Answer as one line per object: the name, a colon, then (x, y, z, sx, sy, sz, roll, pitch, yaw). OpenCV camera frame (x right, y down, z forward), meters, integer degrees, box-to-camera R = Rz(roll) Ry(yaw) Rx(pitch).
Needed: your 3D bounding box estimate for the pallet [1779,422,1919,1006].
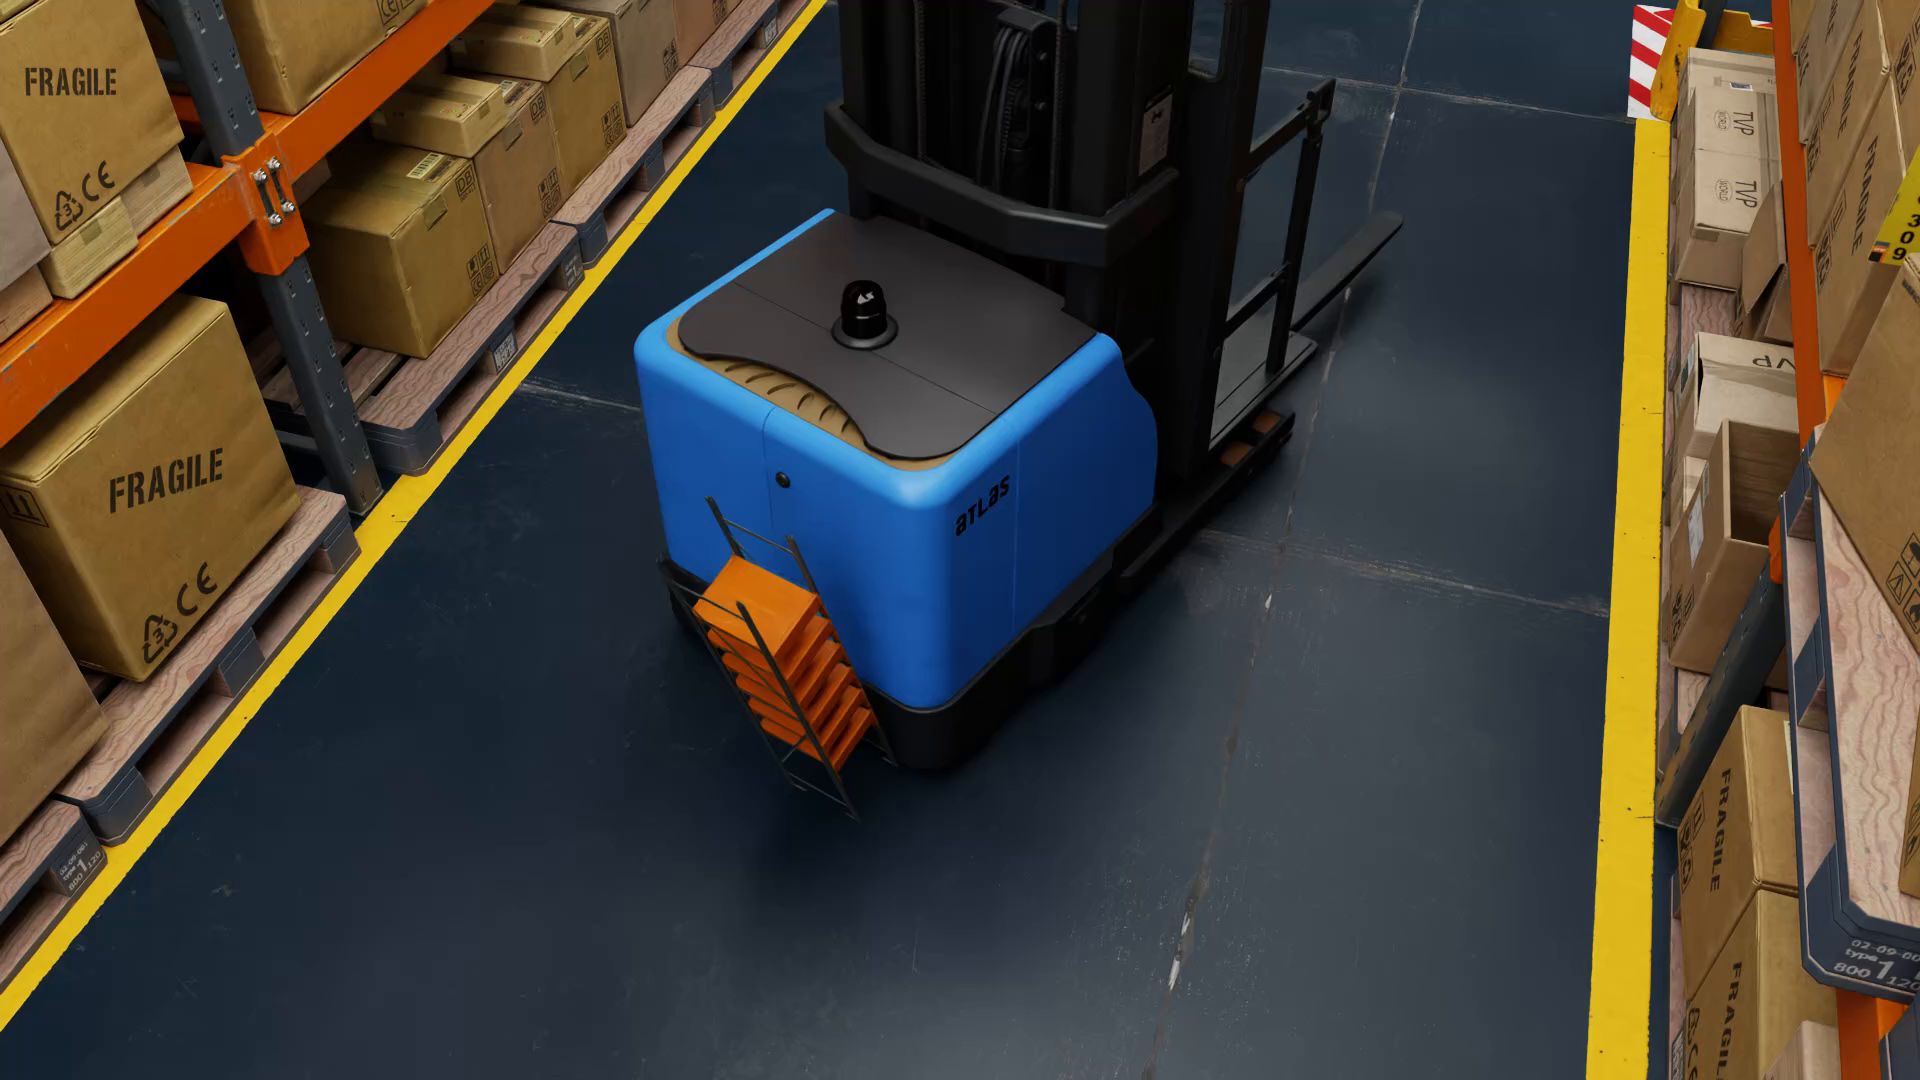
pallet: (2.013, 0.338, 2.897, 1.003, 0.211, 1.213, 13, 46, 13)

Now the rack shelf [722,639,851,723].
rack shelf: (-0.422, 0.292, 3.986, 0.258, 0.103, 0.180, 25, 66, 23)

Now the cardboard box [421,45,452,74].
cardboard box: (-2.035, -1.725, 5.891, 0.380, 0.149, 0.250, 11, 45, 11)

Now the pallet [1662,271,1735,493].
pallet: (2.936, -0.517, 5.627, 1.003, 0.211, 1.213, 13, 46, 13)

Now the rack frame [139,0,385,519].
rack frame: (-2.363, -1.287, 4.420, 1.000, 3.000, 0.127, 13, 46, 13)

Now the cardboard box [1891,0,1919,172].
cardboard box: (2.265, -1.025, 3.367, 0.500, 0.500, 0.500, 13, 46, 13)

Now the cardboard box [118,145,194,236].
cardboard box: (-2.196, -0.919, 4.210, 0.380, 0.149, 0.250, 13, 46, 13)

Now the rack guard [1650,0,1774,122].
rack guard: (3.547, -1.962, 6.898, 1.175, 0.500, 0.348, 13, 46, 13)

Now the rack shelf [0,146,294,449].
rack shelf: (-2.969, 0.303, 3.310, 1.077, 0.370, 4.000, 13, 46, 13)

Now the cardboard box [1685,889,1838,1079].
cardboard box: (1.829, 1.125, 3.429, 0.500, 0.500, 0.500, 13, 46, 13)

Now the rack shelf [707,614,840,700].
rack shelf: (-0.441, 0.230, 3.885, 0.258, 0.103, 0.180, 25, 66, 23)

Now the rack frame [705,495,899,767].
rack frame: (-0.362, 0.261, 4.084, 0.240, 1.200, 0.006, 25, 66, 23)

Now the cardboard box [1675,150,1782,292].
cardboard box: (2.832, -1.112, 5.893, 0.500, 0.250, 0.500, 13, 46, 13)

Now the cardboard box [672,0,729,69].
cardboard box: (-1.420, -2.389, 7.033, 0.700, 0.500, 0.500, 12, 46, 12)

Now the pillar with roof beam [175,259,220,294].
pillar with roof beam: (1.127, -3.169, 2.055, 9.100, 9.000, 0.400, 13, 46, 13)

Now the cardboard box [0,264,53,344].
cardboard box: (-2.371, -0.583, 3.866, 0.380, 0.149, 0.250, 14, 46, 14)

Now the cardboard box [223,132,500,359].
cardboard box: (-2.039, -1.020, 5.635, 0.700, 0.500, 0.500, 13, 46, 13)

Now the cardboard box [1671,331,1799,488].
cardboard box: (2.488, -0.376, 5.098, 0.500, 0.311, 0.500, 13, 46, 13)

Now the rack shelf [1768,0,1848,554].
rack shelf: (2.965, -1.316, 4.965, 1.077, 0.370, 4.000, 13, 46, 13)

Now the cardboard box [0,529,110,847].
cardboard box: (-2.703, 0.385, 3.948, 0.750, 0.750, 0.750, 14, 46, 14)

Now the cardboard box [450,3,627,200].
cardboard box: (-1.726, -1.696, 6.326, 0.700, 0.500, 0.500, 14, 46, 13)

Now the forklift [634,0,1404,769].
forklift: (0.449, -1.402, 4.587, 1.130, 2.935, 3.031, 29, 51, 26)

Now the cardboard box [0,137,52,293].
cardboard box: (-2.408, -0.733, 3.556, 0.500, 0.500, 0.500, 13, 46, 13)

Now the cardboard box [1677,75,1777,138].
cardboard box: (3.040, -1.678, 6.531, 0.380, 0.166, 0.250, 13, 46, 13)

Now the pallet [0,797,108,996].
pallet: (-2.893, 1.056, 4.020, 1.003, 0.211, 1.213, 13, 46, 13)

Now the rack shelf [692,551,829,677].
rack shelf: (-0.459, 0.167, 3.785, 0.258, 0.103, 0.180, 25, 66, 23)

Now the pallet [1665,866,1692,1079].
pallet: (2.149, 1.307, 3.764, 1.003, 0.211, 1.213, 13, 46, 13)

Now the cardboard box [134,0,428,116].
cardboard box: (-2.183, -1.752, 4.682, 0.980, 0.700, 0.700, 13, 46, 13)

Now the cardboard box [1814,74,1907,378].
cardboard box: (2.266, -0.664, 3.712, 0.500, 0.500, 0.500, 13, 46, 13)

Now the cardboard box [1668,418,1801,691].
cardboard box: (2.261, 0.056, 4.521, 0.500, 0.500, 0.500, 13, 46, 13)

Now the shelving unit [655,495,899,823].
shelving unit: (-0.410, 0.331, 4.050, 0.258, 1.200, 0.189, 25, 66, 23)

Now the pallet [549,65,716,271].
pallet: (-1.691, -1.596, 6.731, 1.003, 0.211, 1.213, 13, 46, 12)

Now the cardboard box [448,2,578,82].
cardboard box: (-1.604, -1.790, 5.958, 0.380, 0.149, 0.250, 11, 46, 11)

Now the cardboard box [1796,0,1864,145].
cardboard box: (2.574, -1.350, 4.414, 0.500, 0.500, 0.500, 14, 46, 13)

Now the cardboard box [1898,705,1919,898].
cardboard box: (1.855, 0.314, 2.413, 0.700, 0.500, 0.500, 19, 48, 19)
